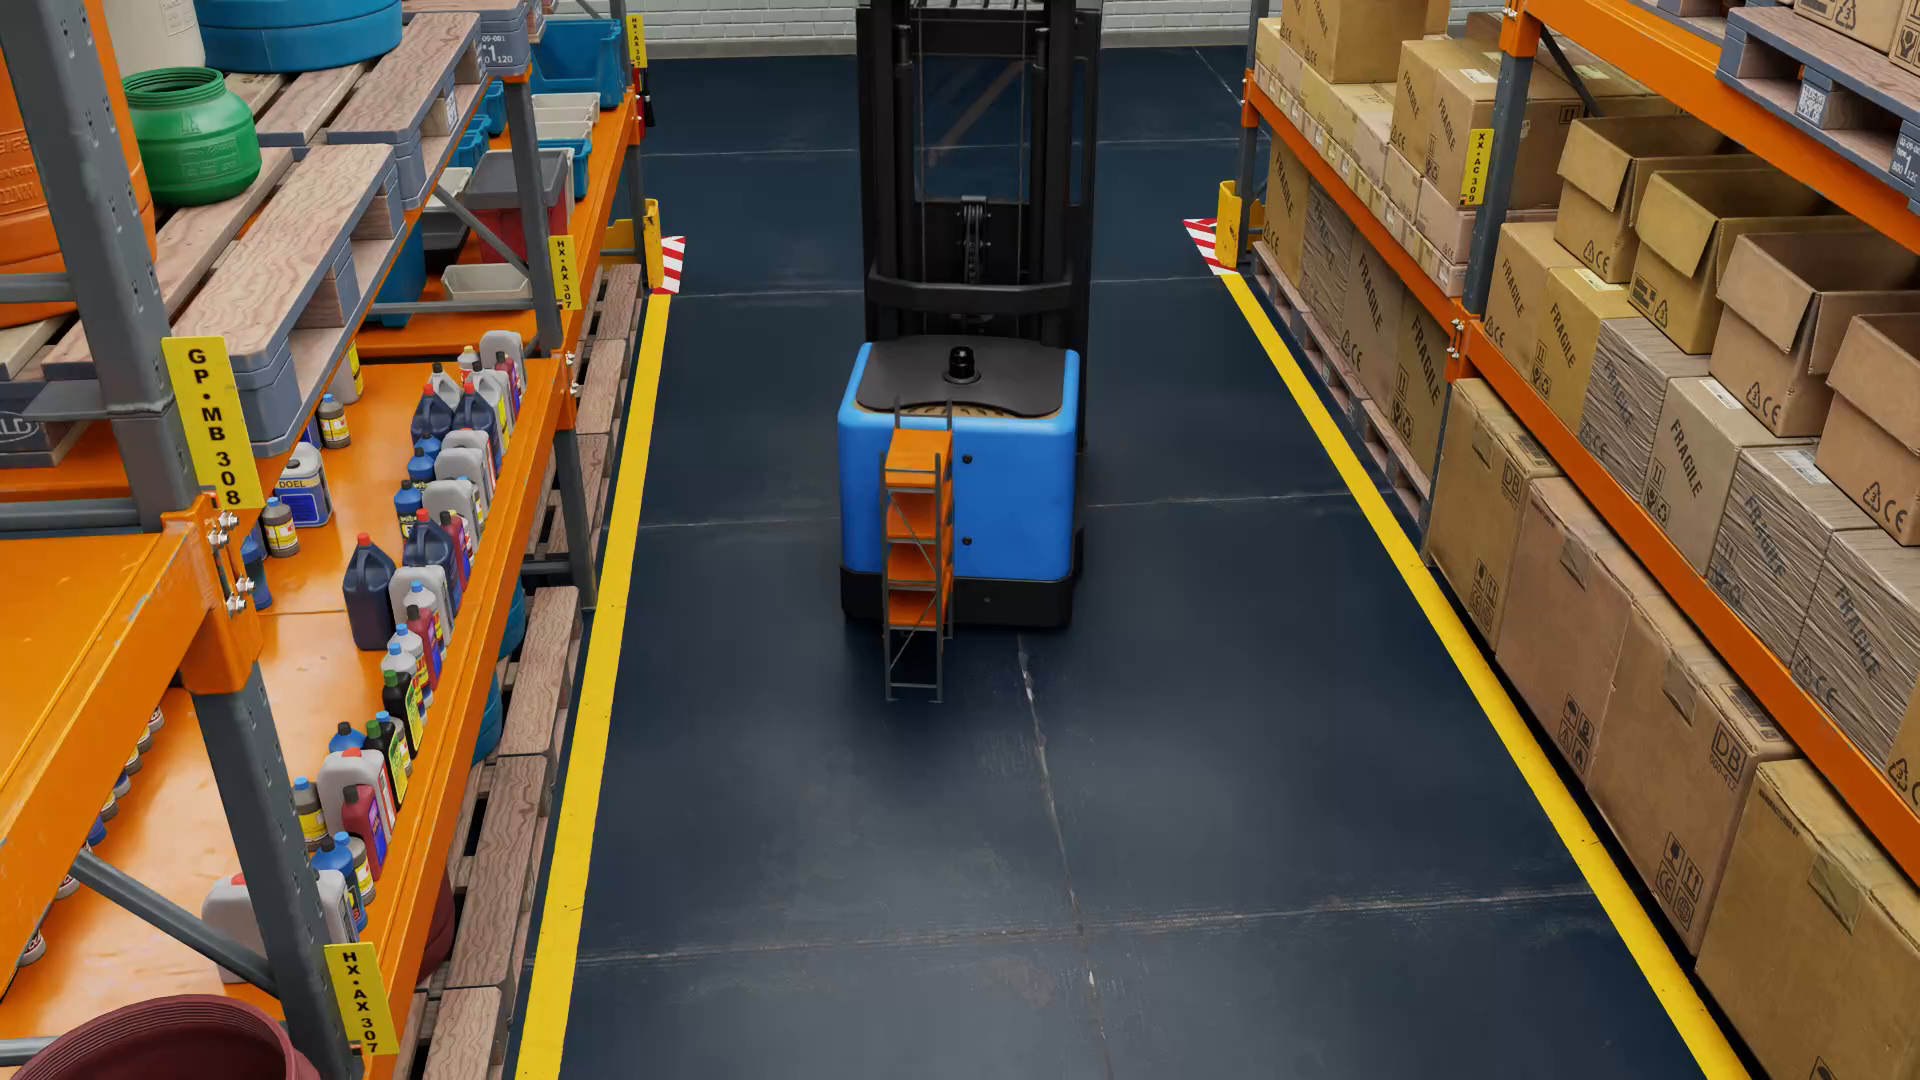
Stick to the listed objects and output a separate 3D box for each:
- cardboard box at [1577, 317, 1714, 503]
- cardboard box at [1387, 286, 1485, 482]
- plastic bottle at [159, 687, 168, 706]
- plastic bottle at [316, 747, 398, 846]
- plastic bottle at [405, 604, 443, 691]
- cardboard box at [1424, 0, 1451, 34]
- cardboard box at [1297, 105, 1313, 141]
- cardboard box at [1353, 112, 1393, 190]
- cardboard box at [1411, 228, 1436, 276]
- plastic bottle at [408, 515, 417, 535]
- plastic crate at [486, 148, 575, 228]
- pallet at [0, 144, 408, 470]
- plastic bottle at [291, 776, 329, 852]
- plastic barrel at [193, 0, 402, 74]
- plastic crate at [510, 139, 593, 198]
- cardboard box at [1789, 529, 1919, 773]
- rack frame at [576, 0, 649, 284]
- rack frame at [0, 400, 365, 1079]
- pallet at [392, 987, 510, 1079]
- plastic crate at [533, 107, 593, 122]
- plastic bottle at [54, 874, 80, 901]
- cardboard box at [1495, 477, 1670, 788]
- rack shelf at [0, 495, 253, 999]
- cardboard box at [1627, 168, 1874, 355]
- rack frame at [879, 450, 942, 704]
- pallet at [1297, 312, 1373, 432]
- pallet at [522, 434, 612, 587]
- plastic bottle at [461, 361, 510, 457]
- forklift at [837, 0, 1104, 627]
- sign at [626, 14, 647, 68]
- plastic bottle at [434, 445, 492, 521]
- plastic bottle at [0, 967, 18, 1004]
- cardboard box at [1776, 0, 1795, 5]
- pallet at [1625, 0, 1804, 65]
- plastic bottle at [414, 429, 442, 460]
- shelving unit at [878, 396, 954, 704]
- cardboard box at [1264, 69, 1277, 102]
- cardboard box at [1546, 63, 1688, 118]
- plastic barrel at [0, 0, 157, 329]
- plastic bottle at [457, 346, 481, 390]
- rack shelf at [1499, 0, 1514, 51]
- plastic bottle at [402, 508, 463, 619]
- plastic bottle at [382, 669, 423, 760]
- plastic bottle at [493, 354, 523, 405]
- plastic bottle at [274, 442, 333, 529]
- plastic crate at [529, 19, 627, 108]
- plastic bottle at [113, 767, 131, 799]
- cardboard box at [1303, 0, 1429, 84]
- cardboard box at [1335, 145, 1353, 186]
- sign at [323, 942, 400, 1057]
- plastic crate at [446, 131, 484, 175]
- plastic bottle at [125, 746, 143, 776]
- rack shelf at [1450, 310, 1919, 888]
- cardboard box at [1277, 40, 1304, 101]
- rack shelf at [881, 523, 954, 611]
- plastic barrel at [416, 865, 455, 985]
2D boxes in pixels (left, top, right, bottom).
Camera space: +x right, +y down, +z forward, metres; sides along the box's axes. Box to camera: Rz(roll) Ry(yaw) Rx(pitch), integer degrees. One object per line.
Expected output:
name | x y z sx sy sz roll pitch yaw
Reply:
cardboard box | 2.631 -0.486 6.041 0.500 0.500 0.500 -3 31 -6
cardboard box | 2.760 -0.811 8.345 0.875 0.875 0.875 -3 31 -5
plastic bottle | -2.385 0.358 4.839 0.061 0.283 0.133 -3 31 -5
plastic bottle | -1.577 0.658 4.344 0.152 0.276 0.135 -3 31 -5
plastic bottle | -1.596 0.299 4.938 0.061 0.283 0.133 -3 31 -5
cardboard box | 2.676 -3.393 10.131 0.500 0.500 0.500 -2 31 -4
cardboard box | 2.171 -2.415 9.613 0.380 0.149 0.250 -3 31 -6
cardboard box | 2.341 -2.003 8.534 0.500 0.250 0.500 -2 31 -4
cardboard box | 2.363 -1.366 7.856 0.380 0.149 0.250 -2 31 -4
plastic bottle | -1.725 0.036 5.390 0.097 0.271 0.097 0 31 0
plastic crate | -2.148 -1.728 8.275 0.437 0.282 0.530 -3 31 -5
pallet | -1.789 -0.524 3.462 1.003 0.211 1.213 -3 31 -5
plastic bottle | -1.700 0.706 4.337 0.097 0.201 0.097 0 31 0
plastic barrel | -1.877 -1.784 4.488 0.600 0.901 0.708 -3 31 -5
plastic crate | -2.116 -1.925 8.652 0.416 0.233 0.300 -3 31 -5
cardboard box | 2.782 0.302 4.721 0.500 0.500 0.500 -3 31 -5
rack frame | -2.563 -3.007 10.359 1.000 3.000 0.127 -3 31 -5
rack frame | -1.815 1.078 3.521 1.000 3.000 0.127 -3 31 -5
pallet | -1.930 1.874 4.906 1.003 0.211 1.213 -3 31 -5
plastic crate | -2.294 -2.363 9.480 0.396 0.136 0.243 -3 31 -5
plastic bottle | -2.292 0.799 4.181 0.097 0.201 0.097 0 31 0
cardboard box | 2.906 0.312 6.465 1.225 0.875 0.875 -4 31 -6
rack shelf | -1.628 1.120 1.227 1.077 0.370 4.000 -3 31 -5
cardboard box | 2.863 -0.999 5.921 0.797 0.503 0.637 -2 31 -4
rack frame | -0.196 0.174 6.789 0.240 1.200 0.015 3 31 4
pallet | 2.632 -1.021 9.754 1.003 0.211 1.213 -3 31 -5
pallet | -2.296 -0.141 8.280 1.003 0.211 1.213 -3 31 -5
plastic bottle | -1.777 -0.490 6.193 0.144 0.351 0.185 -3 31 -5
forklift | 0.105 -1.598 8.067 1.130 2.935 3.031 3 31 4
sign | -2.017 -3.112 10.375 0.100 0.325 0.005 -3 31 -5
plastic bottle | -1.737 -0.213 5.802 0.152 0.276 0.135 -3 31 -5
plastic bottle | -2.278 0.942 3.862 0.061 0.283 0.133 -3 31 -5
cardboard box | 2.732 -1.795 5.240 0.380 0.149 0.250 -4 31 -7
pallet | 2.877 -1.942 5.837 0.805 0.209 1.217 -4 31 -7
plastic bottle | -1.872 -0.264 5.893 0.097 0.271 0.097 0 31 0
shelving unit | -0.175 0.049 6.998 0.258 1.200 0.503 3 31 4
cardboard box | 2.099 -2.808 10.272 0.380 0.149 0.250 -3 31 -5
cardboard box | 2.952 -1.844 7.537 0.500 0.500 0.500 -3 31 -5
plastic barrel | -1.865 -0.865 3.019 0.600 0.830 0.708 -3 31 -5
plastic bottle | -1.953 -0.678 6.654 0.097 0.201 0.097 0 31 0
rack shelf | 2.555 -3.202 8.462 1.077 0.370 4.000 -3 31 -5
plastic bottle | -1.674 0.072 5.252 0.144 0.351 0.185 -3 31 -5
plastic bottle | -1.566 0.467 4.657 0.061 0.283 0.133 -3 31 -5
plastic bottle | -1.792 -0.636 6.583 0.097 0.201 0.097 0 31 0
plastic bottle | -2.287 -0.191 5.766 0.152 0.276 0.135 -3 31 -5
plastic crate | -2.345 -2.886 10.063 0.616 0.435 0.499 -3 31 -5
plastic bottle | -2.328 0.570 4.496 0.097 0.271 0.097 0 31 0
cardboard box | 2.246 -2.852 9.224 0.500 0.500 0.500 -4 31 -6
cardboard box | 2.245 -2.020 8.952 0.380 0.149 0.250 -2 31 -4
sign | -1.268 0.978 3.529 0.100 0.325 0.005 -3 31 -5
plastic crate | -2.716 -1.993 8.767 0.416 0.233 0.300 -3 31 -5
plastic bottle | -2.337 0.551 4.597 0.097 0.201 0.097 0 31 0
rack shelf | 2.929 0.128 5.812 1.077 0.370 4.000 -3 31 -5
cardboard box | 2.200 -2.784 9.843 0.500 0.250 0.500 -3 31 -5
rack shelf | -0.175 0.107 7.032 0.258 0.148 0.480 3 31 4
plastic barrel | -1.983 1.107 5.414 0.600 0.588 0.708 -3 31 -5
